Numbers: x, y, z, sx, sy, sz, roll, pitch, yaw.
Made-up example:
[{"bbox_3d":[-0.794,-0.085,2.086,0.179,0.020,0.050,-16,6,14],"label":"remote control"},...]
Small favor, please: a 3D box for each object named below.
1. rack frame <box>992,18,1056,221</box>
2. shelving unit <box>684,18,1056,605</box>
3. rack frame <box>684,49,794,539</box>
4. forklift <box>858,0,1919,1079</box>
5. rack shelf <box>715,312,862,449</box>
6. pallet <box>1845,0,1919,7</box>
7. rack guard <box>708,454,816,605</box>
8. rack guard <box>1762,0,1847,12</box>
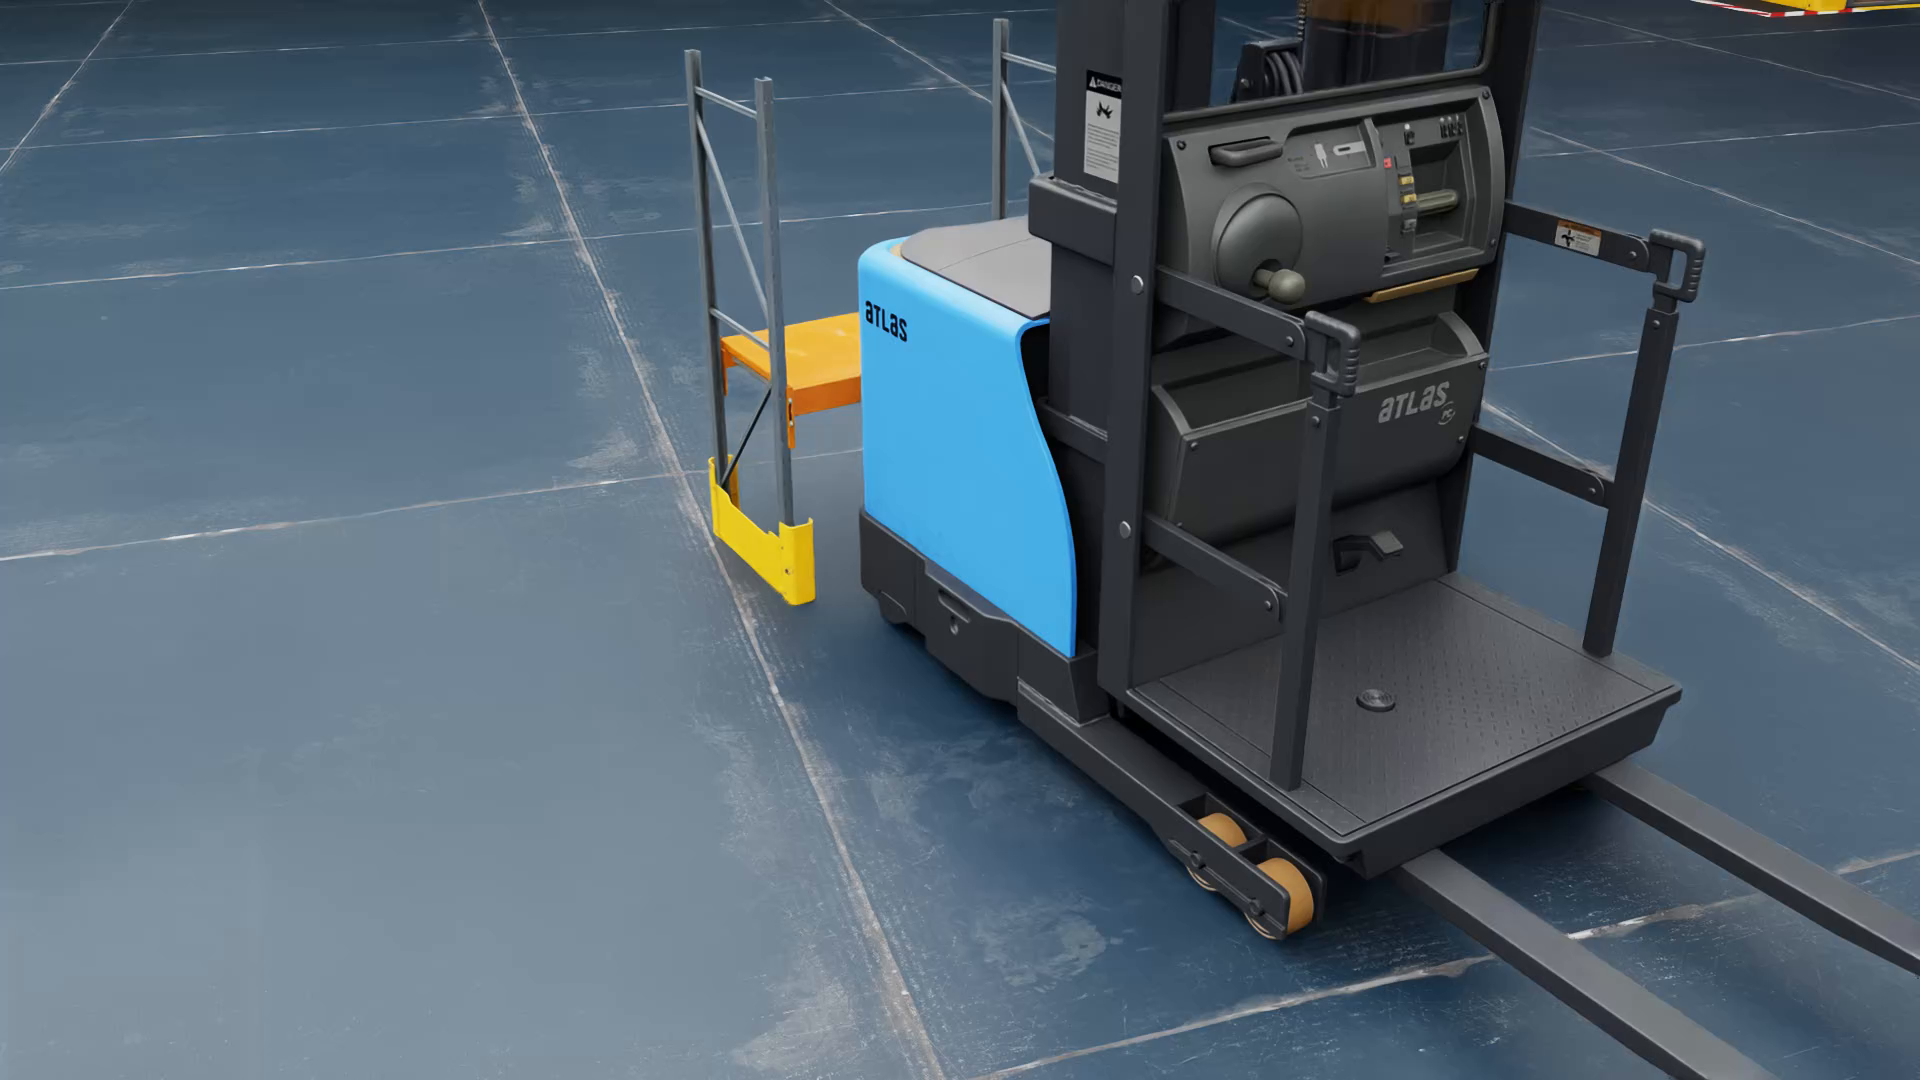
[{"bbox_3d":[0.245,-0.831,5.238,0.032,1.500,0.500,-15,30,-28],"label":"rack frame"},{"bbox_3d":[-0.181,-0.715,5.004,1.083,1.500,0.587,-15,30,-28],"label":"shelving unit"},{"bbox_3d":[-0.622,-0.595,4.762,0.032,1.500,0.500,-15,30,-28],"label":"rack frame"},{"bbox_3d":[0.938,-0.706,3.376,1.130,2.935,3.031,-16,31,-29],"label":"forklift"},{"bbox_3d":[-0.189,-0.552,5.080,1.000,0.185,0.538,-15,30,-28],"label":"rack shelf"},{"bbox_3d":[8.224,-5.119,15.323,1.213,0.211,1.003,-8,28,-16],"label":"pallet"},{"bbox_3d":[-0.605,-0.040,5.049,0.087,0.250,0.587,-15,30,-28],"label":"rack guard"},{"bbox_3d":[7.487,-5.122,15.004,0.348,0.500,1.175,-8,28,-16],"label":"rack guard"}]
